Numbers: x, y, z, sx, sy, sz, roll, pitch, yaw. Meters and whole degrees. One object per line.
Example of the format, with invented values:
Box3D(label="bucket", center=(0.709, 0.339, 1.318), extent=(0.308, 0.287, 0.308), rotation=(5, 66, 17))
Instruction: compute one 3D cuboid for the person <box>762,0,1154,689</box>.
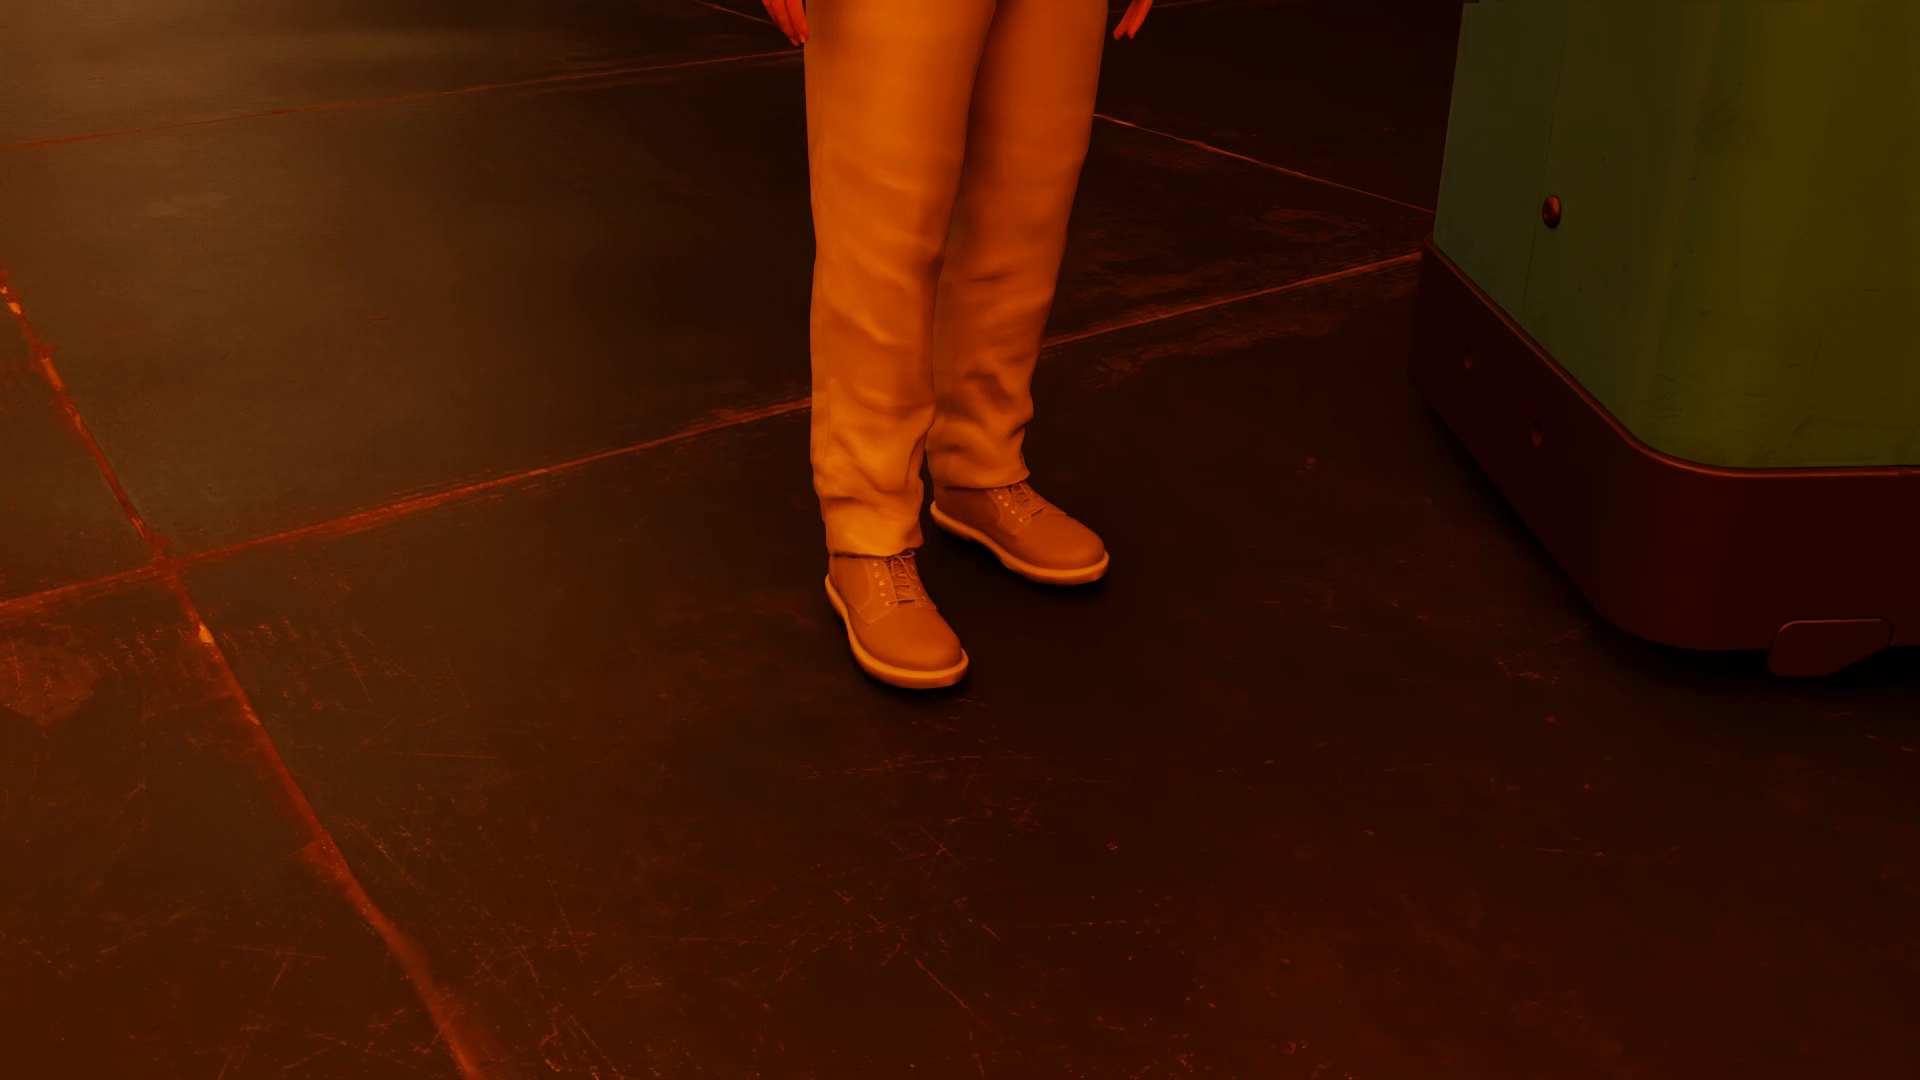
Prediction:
Box3D(label="person", center=(0.035, -0.770, 2.035), extent=(0.640, 1.777, 0.575), rotation=(-17, 31, -31))

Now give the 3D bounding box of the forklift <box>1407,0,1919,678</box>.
Box3D(label="forklift", center=(2.317, -1.371, 1.965), extent=(3.031, 2.935, 1.130), rotation=(-1, 27, -2))
